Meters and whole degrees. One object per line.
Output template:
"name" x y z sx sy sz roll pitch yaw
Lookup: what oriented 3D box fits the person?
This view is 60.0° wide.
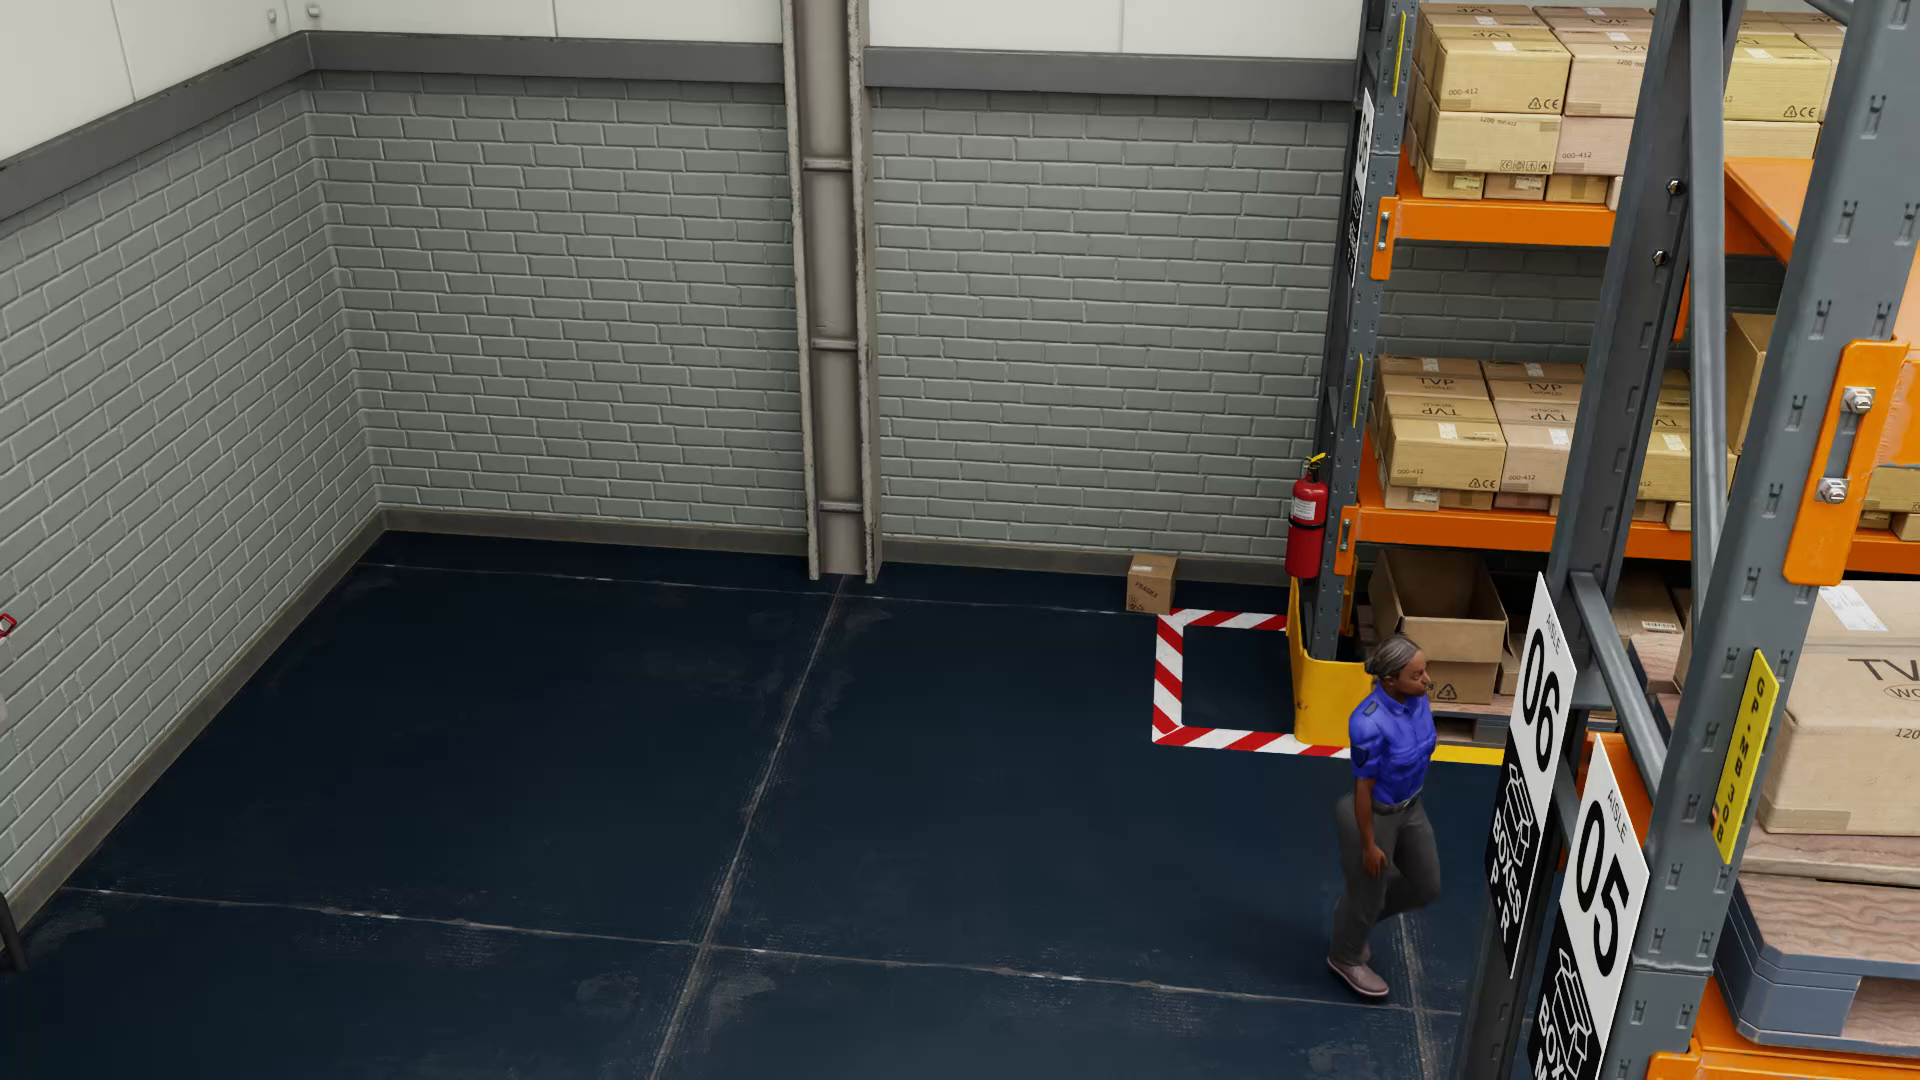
"person" 1.684 1.114 6.573 0.439 1.654 0.438 -23 36 -36
